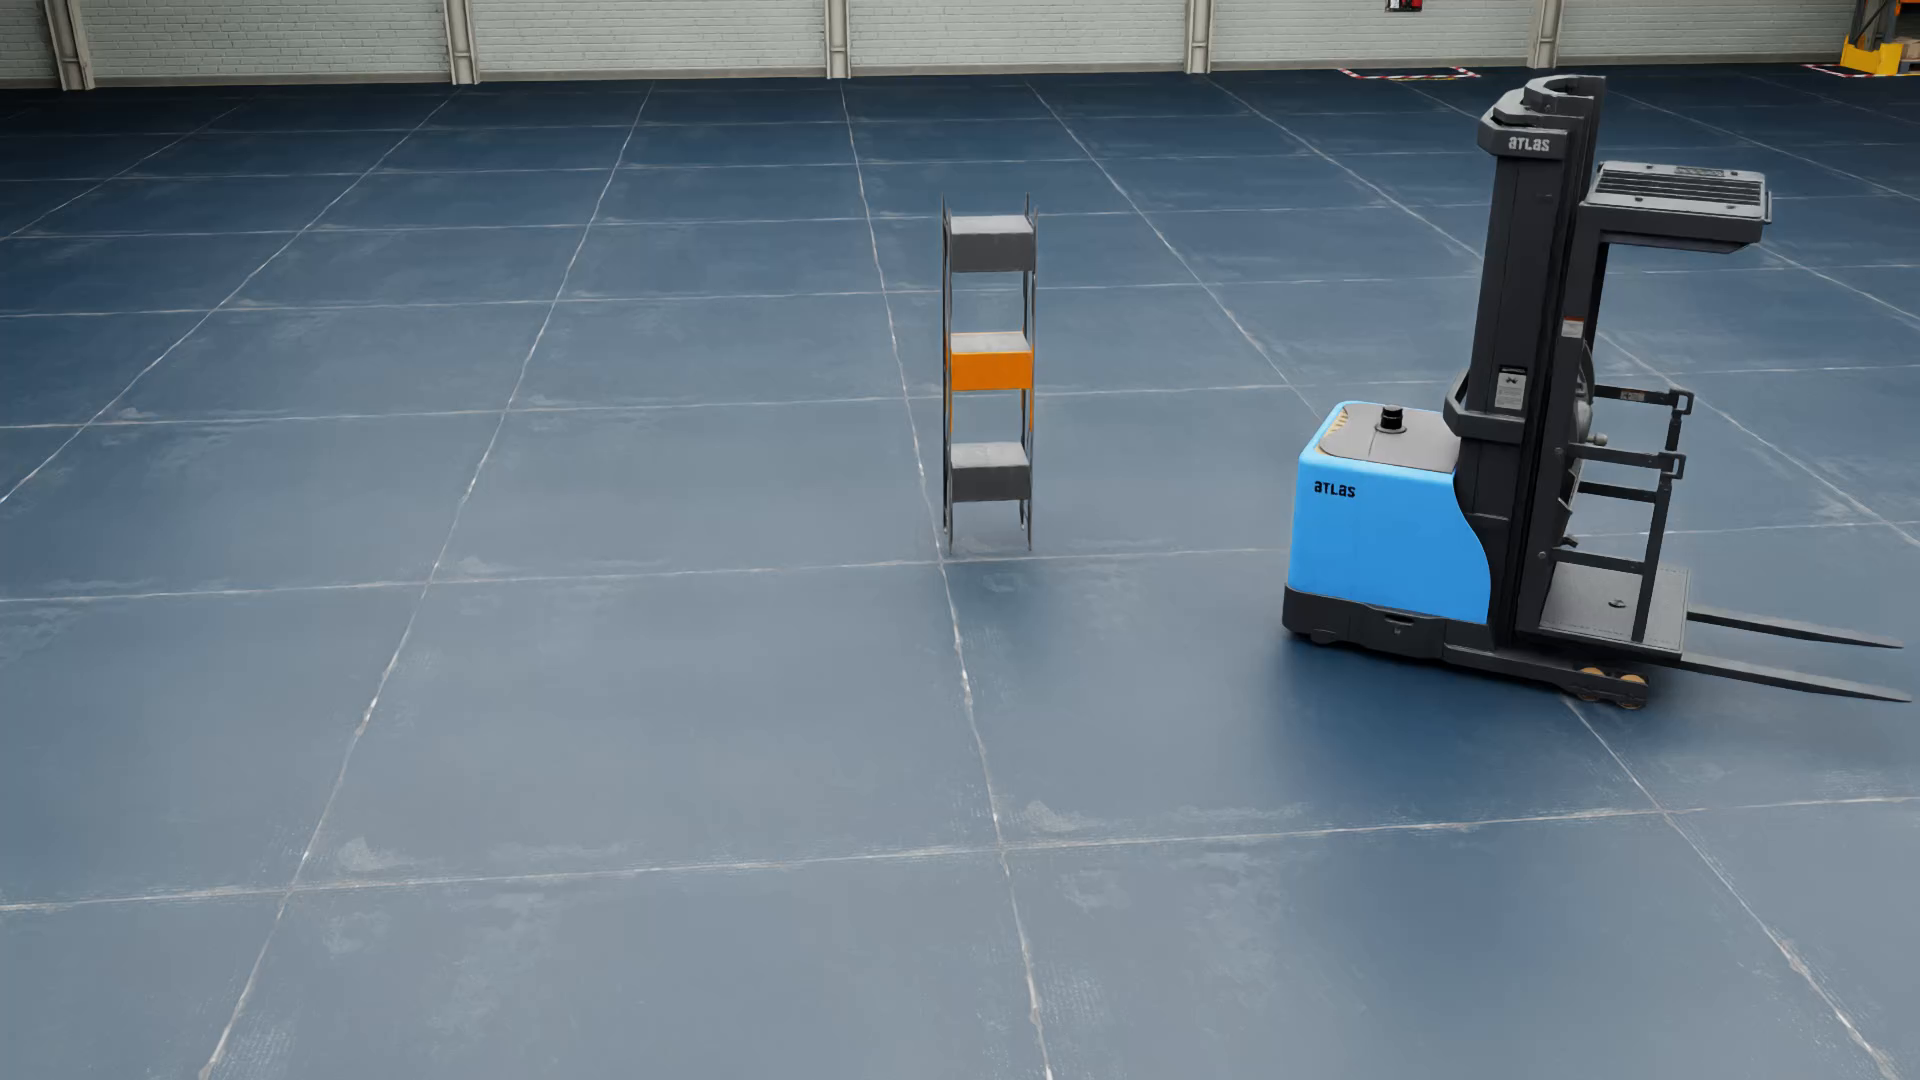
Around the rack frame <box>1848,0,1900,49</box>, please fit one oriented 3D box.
[{"bbox_3d":[15.304,-9.334,27.557,0.127,3.000,1.000,-2,24,-5],"label":"rack frame"}]

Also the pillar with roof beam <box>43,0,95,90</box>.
[{"bbox_3d":[-13.516,-9.516,20.579,0.400,9.000,9.100,-2,24,-5],"label":"pillar with roof beam"}]

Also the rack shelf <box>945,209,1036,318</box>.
[{"bbox_3d":[0.165,-1.593,9.560,0.480,0.518,0.431,-2,24,-5],"label":"rack shelf"}]

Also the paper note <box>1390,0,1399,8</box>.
[{"bbox_3d":[7.298,-9.007,27.907,0.142,0.148,0.016,-2,24,-5],"label":"paper note"}]

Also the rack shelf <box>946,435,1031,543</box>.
[{"bbox_3d":[0.165,-0.314,10.128,0.480,0.518,0.431,-2,24,-5],"label":"rack shelf"}]

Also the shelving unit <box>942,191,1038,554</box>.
[{"bbox_3d":[0.165,-0.966,9.838,0.503,2.100,0.431,-2,24,-5],"label":"shelving unit"}]

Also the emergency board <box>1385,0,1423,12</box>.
[{"bbox_3d":[7.481,-9.389,27.681,0.643,1.169,0.194,-2,24,-5],"label":"emergency board"}]

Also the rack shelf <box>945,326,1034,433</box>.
[{"bbox_3d":[0.165,-0.954,9.844,0.480,0.518,0.431,-2,24,-5],"label":"rack shelf"}]

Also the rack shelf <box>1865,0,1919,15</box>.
[{"bbox_3d":[17.294,-9.085,27.883,4.000,0.370,1.077,-2,24,-5],"label":"rack shelf"}]

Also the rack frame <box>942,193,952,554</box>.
[{"bbox_3d":[-0.078,-0.956,9.816,0.015,2.100,0.400,-2,24,-5],"label":"rack frame"}]

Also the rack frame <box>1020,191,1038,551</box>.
[{"bbox_3d":[0.408,-0.976,9.860,0.015,2.100,0.400,-2,24,-5],"label":"rack frame"}]

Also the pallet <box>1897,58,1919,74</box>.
[{"bbox_3d":[16.191,-8.081,28.171,1.213,0.211,1.003,-2,24,-5],"label":"pallet"}]

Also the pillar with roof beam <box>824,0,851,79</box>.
[{"bbox_3d":[-1.574,-9.995,21.657,0.400,9.000,9.100,-2,24,-5],"label":"pillar with roof beam"}]

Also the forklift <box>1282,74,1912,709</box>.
[{"bbox_3d":[3.314,-0.738,8.301,3.031,2.935,1.130,10,26,22],"label":"forklift"}]

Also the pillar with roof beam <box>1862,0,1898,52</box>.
[{"bbox_3d":[16.338,-10.713,23.274,0.400,9.000,9.100,-2,24,-5],"label":"pillar with roof beam"}]

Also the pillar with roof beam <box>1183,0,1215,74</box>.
[{"bbox_3d":[4.397,-10.234,22.196,0.400,9.000,9.100,-2,24,-5],"label":"pillar with roof beam"}]

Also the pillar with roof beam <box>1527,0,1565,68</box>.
[{"bbox_3d":[10.368,-10.474,22.735,0.400,9.000,9.100,-2,24,-5],"label":"pillar with roof beam"}]

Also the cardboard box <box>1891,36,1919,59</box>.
[{"bbox_3d":[16.001,-8.298,27.995,0.500,0.311,0.500,-5,24,-11],"label":"cardboard box"}]

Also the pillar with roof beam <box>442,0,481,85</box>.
[{"bbox_3d":[-7.545,-9.755,21.118,0.400,9.000,9.100,-2,24,-5],"label":"pillar with roof beam"}]

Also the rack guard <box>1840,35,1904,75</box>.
[{"bbox_3d":[15.379,-8.195,28.072,0.348,0.500,1.175,-2,24,-5],"label":"rack guard"}]
